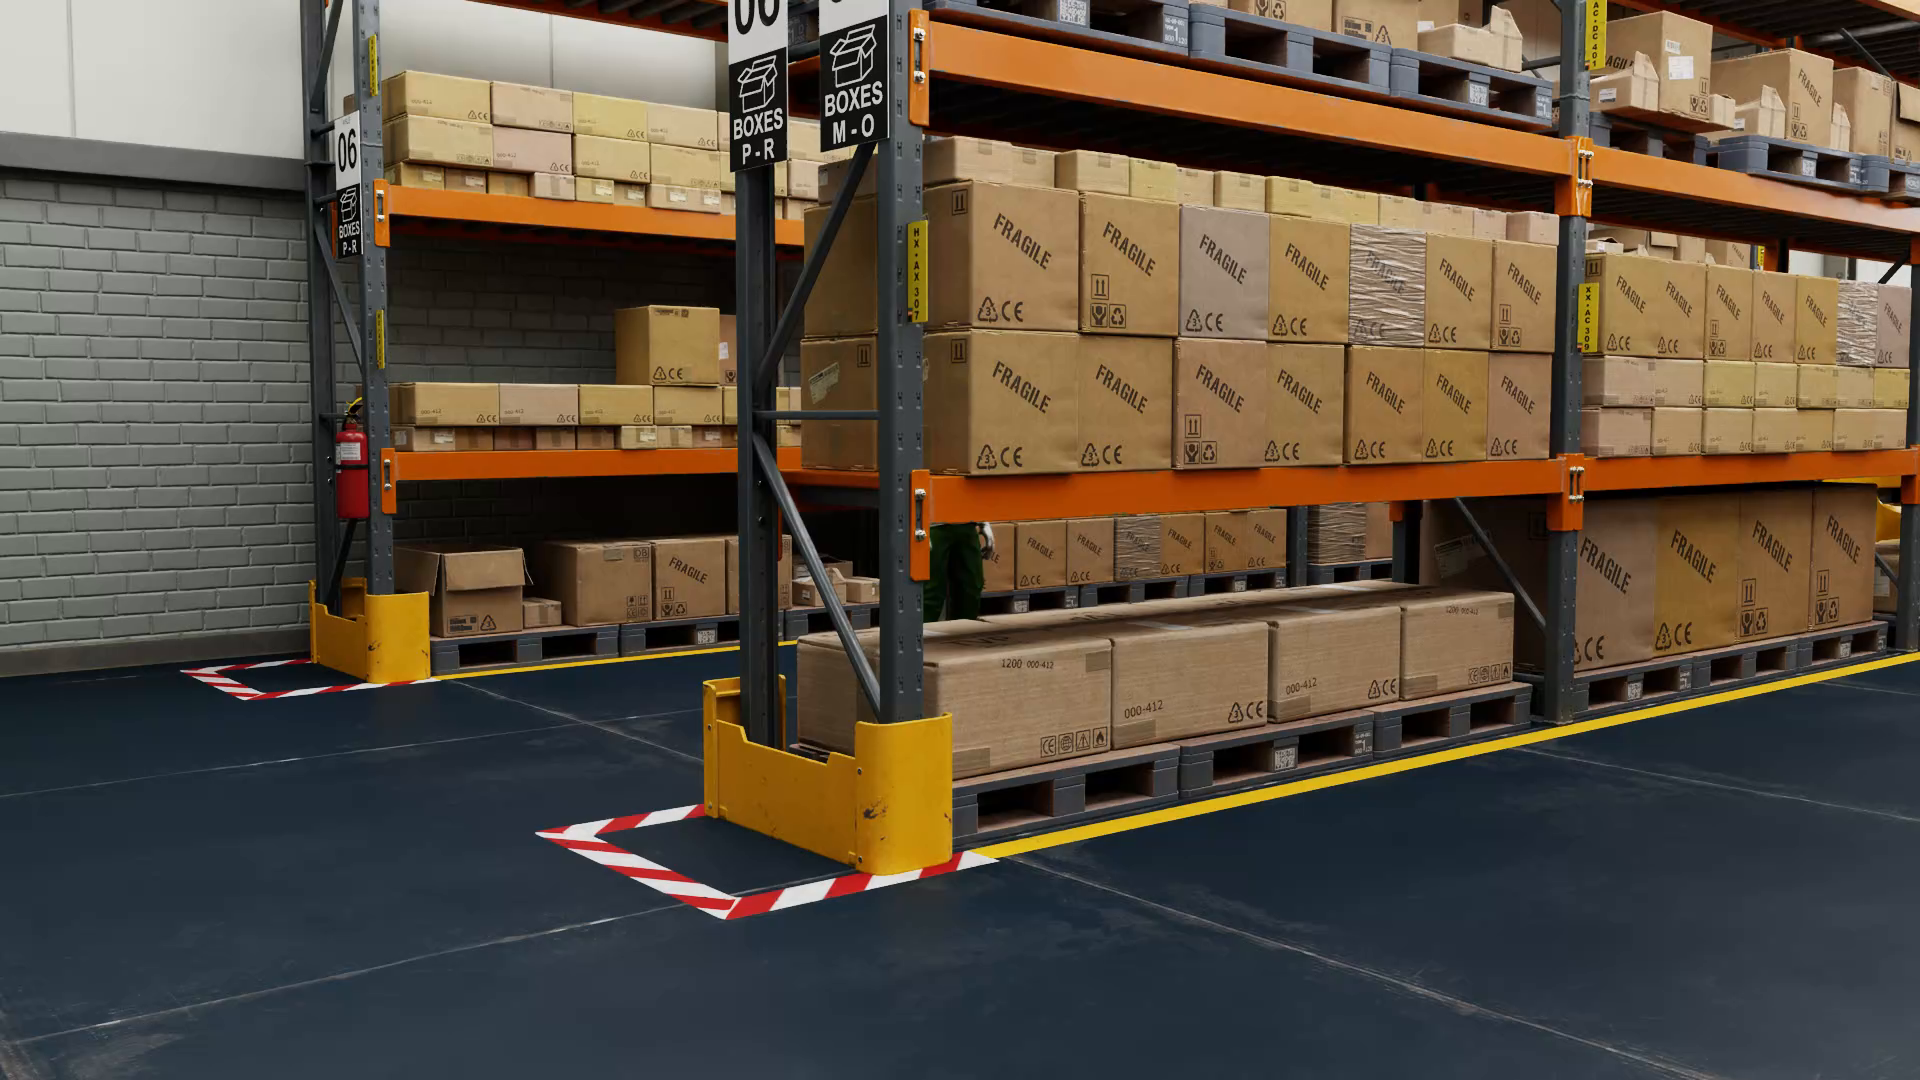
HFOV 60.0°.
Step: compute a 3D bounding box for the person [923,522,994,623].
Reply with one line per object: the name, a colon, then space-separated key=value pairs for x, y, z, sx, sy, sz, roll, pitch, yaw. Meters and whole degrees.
person: x=-0.067 y=-0.040 z=8.863 sx=0.607 sy=1.779 sz=0.449 roll=-4 pitch=6 yaw=-41
